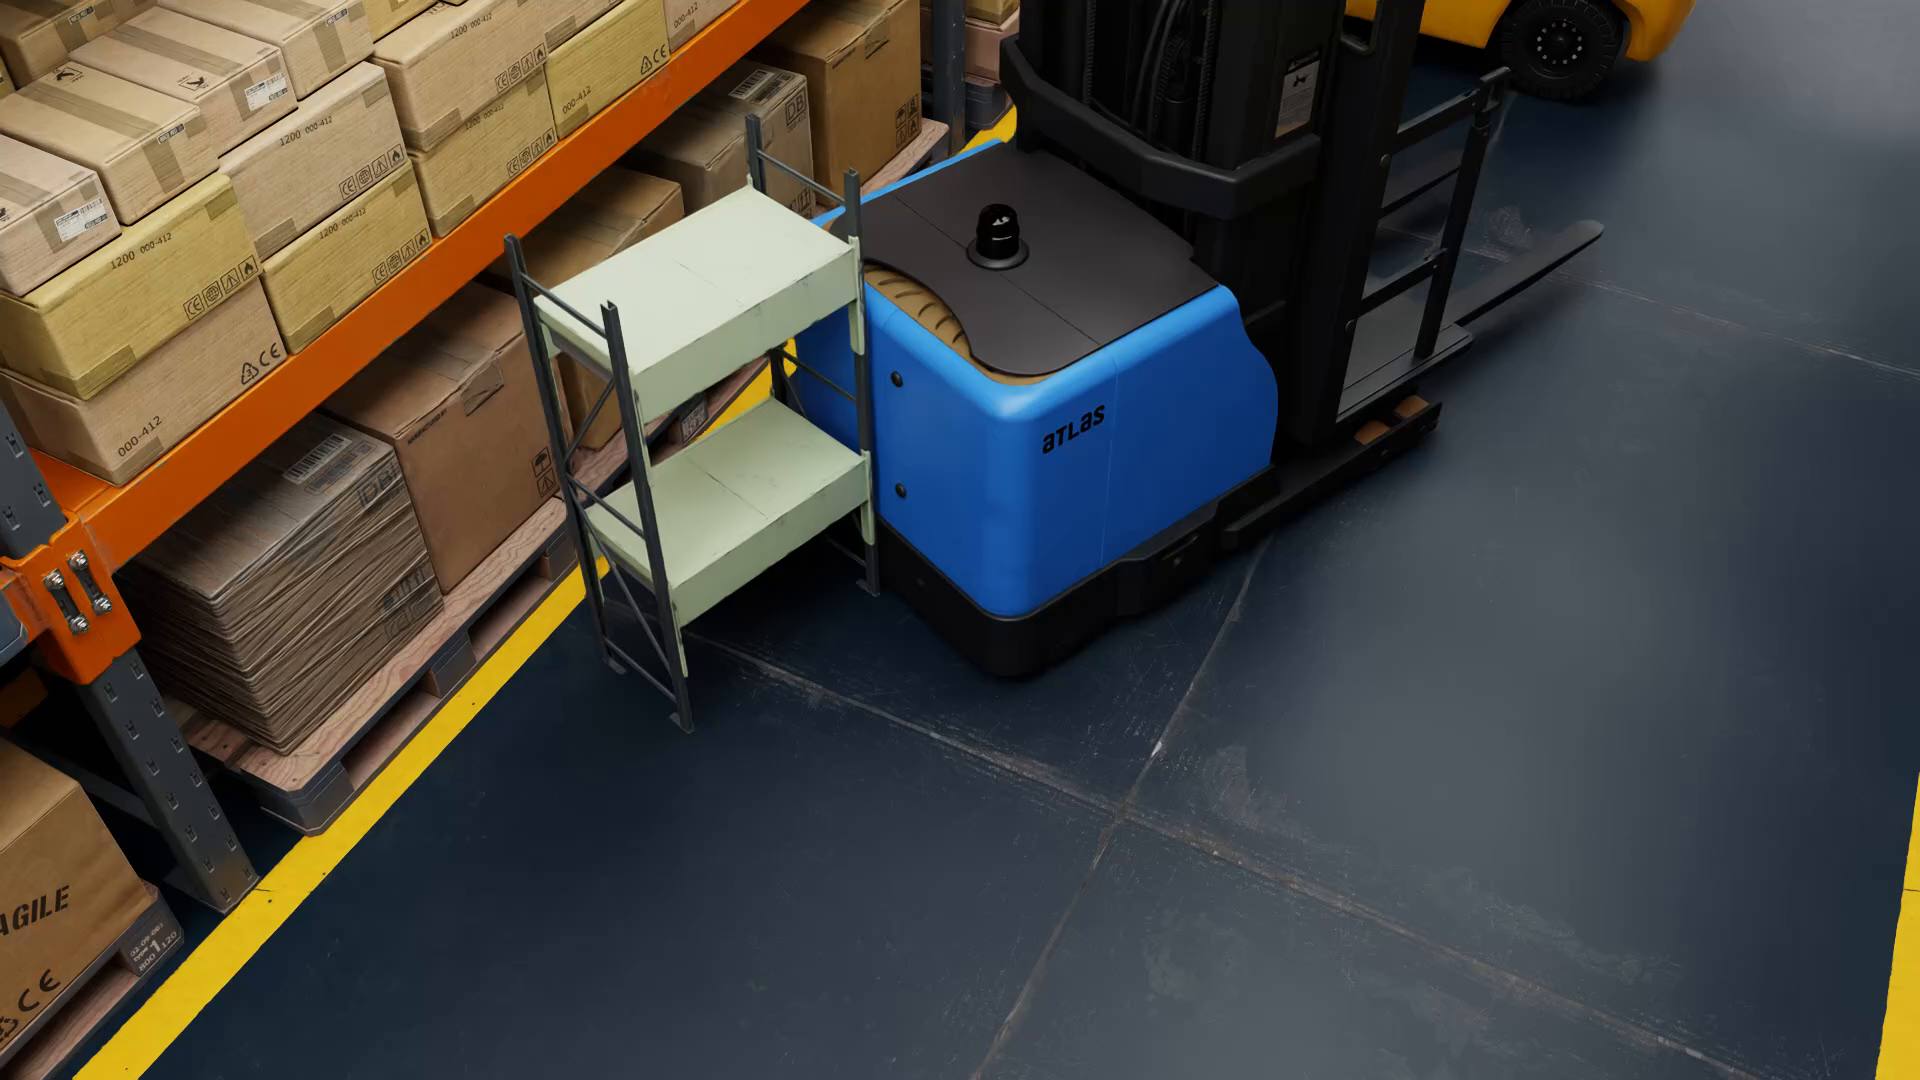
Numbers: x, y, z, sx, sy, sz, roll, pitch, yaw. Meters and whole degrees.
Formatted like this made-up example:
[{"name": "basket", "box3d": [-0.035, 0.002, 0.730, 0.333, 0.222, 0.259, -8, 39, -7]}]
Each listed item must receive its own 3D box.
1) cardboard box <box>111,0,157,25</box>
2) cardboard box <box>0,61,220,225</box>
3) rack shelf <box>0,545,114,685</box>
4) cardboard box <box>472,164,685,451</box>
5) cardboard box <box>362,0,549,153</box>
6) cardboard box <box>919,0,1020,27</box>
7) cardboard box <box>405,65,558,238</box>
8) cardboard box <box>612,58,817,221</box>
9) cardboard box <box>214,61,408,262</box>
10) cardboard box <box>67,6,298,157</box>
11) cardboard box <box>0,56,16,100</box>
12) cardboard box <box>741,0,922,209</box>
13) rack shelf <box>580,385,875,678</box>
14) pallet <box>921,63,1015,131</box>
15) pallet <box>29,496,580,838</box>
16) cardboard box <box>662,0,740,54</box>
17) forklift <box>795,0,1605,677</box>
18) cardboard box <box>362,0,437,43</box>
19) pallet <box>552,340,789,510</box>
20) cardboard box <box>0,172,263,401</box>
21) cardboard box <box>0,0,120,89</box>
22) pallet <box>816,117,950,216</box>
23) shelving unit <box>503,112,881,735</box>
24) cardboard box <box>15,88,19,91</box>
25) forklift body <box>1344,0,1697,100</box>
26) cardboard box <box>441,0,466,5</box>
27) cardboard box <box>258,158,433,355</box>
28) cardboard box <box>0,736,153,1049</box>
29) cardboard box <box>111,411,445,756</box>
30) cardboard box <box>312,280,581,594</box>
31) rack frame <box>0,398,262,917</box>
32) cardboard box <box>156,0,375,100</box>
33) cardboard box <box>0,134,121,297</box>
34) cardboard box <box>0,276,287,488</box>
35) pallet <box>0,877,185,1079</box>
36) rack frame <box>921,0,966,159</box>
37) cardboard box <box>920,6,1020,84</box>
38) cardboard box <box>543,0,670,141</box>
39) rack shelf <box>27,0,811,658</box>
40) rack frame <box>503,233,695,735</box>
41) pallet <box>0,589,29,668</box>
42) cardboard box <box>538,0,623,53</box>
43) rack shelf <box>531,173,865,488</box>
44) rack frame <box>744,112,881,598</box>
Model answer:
[{"name": "cardboard box", "box3d": [-2.084, -1.344, 3.943, 0.380, 0.149, 0.250, 20, 49, 18]}, {"name": "cardboard box", "box3d": [-1.773, -0.822, 3.427, 0.380, 0.149, 0.250, 21, 49, 20]}, {"name": "rack shelf", "box3d": [-3.234, 1.226, 2.435, 1.077, 0.370, 4.000, 20, 49, 19]}, {"name": "cardboard box", "box3d": [-1.395, -0.826, 5.332, 0.875, 0.625, 0.625, 19, 48, 17]}, {"name": "cardboard box", "box3d": [-1.390, -1.247, 4.128, 0.500, 0.250, 0.500, 19, 48, 18]}, {"name": "cardboard box", "box3d": [0.050, -2.366, 6.766, 0.500, 0.250, 0.500, 20, 49, 19]}, {"name": "cardboard box", "box3d": [-1.412, -1.075, 4.309, 0.500, 0.250, 0.500, 19, 48, 18]}, {"name": "cardboard box", "box3d": [-1.048, -1.301, 5.801, 0.875, 0.625, 0.625, 20, 49, 19]}, {"name": "cardboard box", "box3d": [-1.649, -0.923, 3.808, 0.500, 0.250, 0.500, 22, 49, 20]}, {"name": "cardboard box", "box3d": [-1.677, -0.992, 3.595, 0.380, 0.149, 0.250, 22, 49, 20]}, {"name": "cardboard box", "box3d": [-2.311, -1.023, 3.626, 0.380, 0.149, 0.250, 22, 49, 20]}, {"name": "cardboard box", "box3d": [-0.681, -1.787, 6.281, 0.875, 0.625, 0.625, 23, 50, 21]}, {"name": "rack shelf", "box3d": [-0.648, -0.037, 4.691, 0.431, 0.370, 0.720, 35, 55, 29]}, {"name": "pallet", "box3d": [-0.042, -2.313, 7.388, 1.003, 0.211, 1.213, 20, 49, 19]}, {"name": "pallet", "box3d": [-1.888, 0.188, 4.916, 1.003, 0.211, 1.213, 20, 49, 19]}, {"name": "cardboard box", "box3d": [-0.937, -1.729, 4.955, 0.500, 0.250, 0.500, 21, 49, 19]}, {"name": "forklift", "box3d": [0.968, -1.524, 4.696, 3.031, 2.935, 1.130, -30, 52, -26]}, {"name": "cardboard box", "box3d": [-1.477, -1.329, 3.928, 0.380, 0.149, 0.250, 21, 49, 19]}, {"name": "pallet", "box3d": [-1.321, -0.578, 5.672, 1.003, 0.211, 1.213, 20, 49, 19]}, {"name": "cardboard box", "box3d": [-1.861, -0.600, 3.488, 0.500, 0.250, 0.500, 20, 49, 19]}, {"name": "cardboard box", "box3d": [-2.137, -1.166, 3.767, 0.380, 0.149, 0.250, 20, 49, 19]}, {"name": "pallet", "box3d": [-0.756, -1.349, 6.435, 1.003, 0.211, 1.213, 20, 49, 19]}, {"name": "shelving unit", "box3d": [-0.648, -0.266, 4.459, 0.431, 1.500, 0.755, 35, 55, 29]}, {"name": "cardboard box", "box3d": [-2.107, -1.107, 3.989, 0.500, 0.250, 0.500, 21, 49, 19]}, {"name": "forklift body", "box3d": [2.144, -3.231, 6.931, 2.313, 2.155, 1.214, 20, 49, 19]}, {"name": "cardboard box", "box3d": [-1.306, -1.470, 4.067, 0.380, 0.149, 0.250, 21, 49, 20]}, {"name": "cardboard box", "box3d": [-1.645, -0.748, 3.986, 0.500, 0.250, 0.500, 19, 48, 18]}, {"name": "cardboard box", "box3d": [-2.311, 0.782, 3.830, 0.500, 0.500, 0.500, 22, 49, 20]}, {"name": "cardboard box", "box3d": [-2.003, 0.012, 4.503, 0.875, 0.625, 0.625, 22, 49, 20]}, {"name": "cardboard box", "box3d": [-1.707, -0.402, 4.913, 0.875, 0.625, 0.625, 22, 49, 20]}, {"name": "rack frame", "box3d": [-2.305, -0.286, 3.424, 1.000, 3.000, 0.127, 20, 49, 19]}, {"name": "cardboard box", "box3d": [-1.567, -1.161, 3.762, 0.380, 0.149, 0.250, 21, 49, 19]}, {"name": "cardboard box", "box3d": [-1.896, -0.653, 3.260, 0.380, 0.149, 0.250, 22, 49, 20]}, {"name": "cardboard box", "box3d": [-1.883, -0.433, 3.674, 0.500, 0.250, 0.500, 21, 49, 19]}, {"name": "pallet", "box3d": [-2.685, 1.152, 3.963, 1.003, 0.211, 1.213, 20, 49, 19]}, {"name": "rack frame", "box3d": [-0.448, -2.806, 5.915, 1.000, 3.000, 0.127, 20, 49, 19]}, {"name": "cardboard box", "box3d": [0.070, -2.183, 6.936, 0.500, 0.250, 0.500, 21, 49, 19]}, {"name": "cardboard box", "box3d": [-1.170, -1.401, 4.631, 0.500, 0.250, 0.500, 22, 49, 20]}, {"name": "rack shelf", "box3d": [-1.377, -1.294, 4.925, 1.077, 0.370, 4.000, 20, 49, 19]}, {"name": "rack frame", "box3d": [-0.903, -0.079, 4.274, 0.400, 1.500, 0.023, 35, 55, 29]}, {"name": "pallet", "box3d": [-2.558, 0.231, 3.047, 1.213, 0.211, 1.003, 20, 49, 19]}, {"name": "cardboard box", "box3d": [-1.176, -1.577, 4.454, 0.500, 0.250, 0.500, 21, 49, 20]}, {"name": "rack shelf", "box3d": [-0.648, -0.541, 4.181, 0.431, 0.370, 0.720, 35, 55, 29]}, {"name": "rack frame", "box3d": [-0.394, -0.453, 4.644, 0.400, 1.500, 0.023, 35, 55, 29]}]
